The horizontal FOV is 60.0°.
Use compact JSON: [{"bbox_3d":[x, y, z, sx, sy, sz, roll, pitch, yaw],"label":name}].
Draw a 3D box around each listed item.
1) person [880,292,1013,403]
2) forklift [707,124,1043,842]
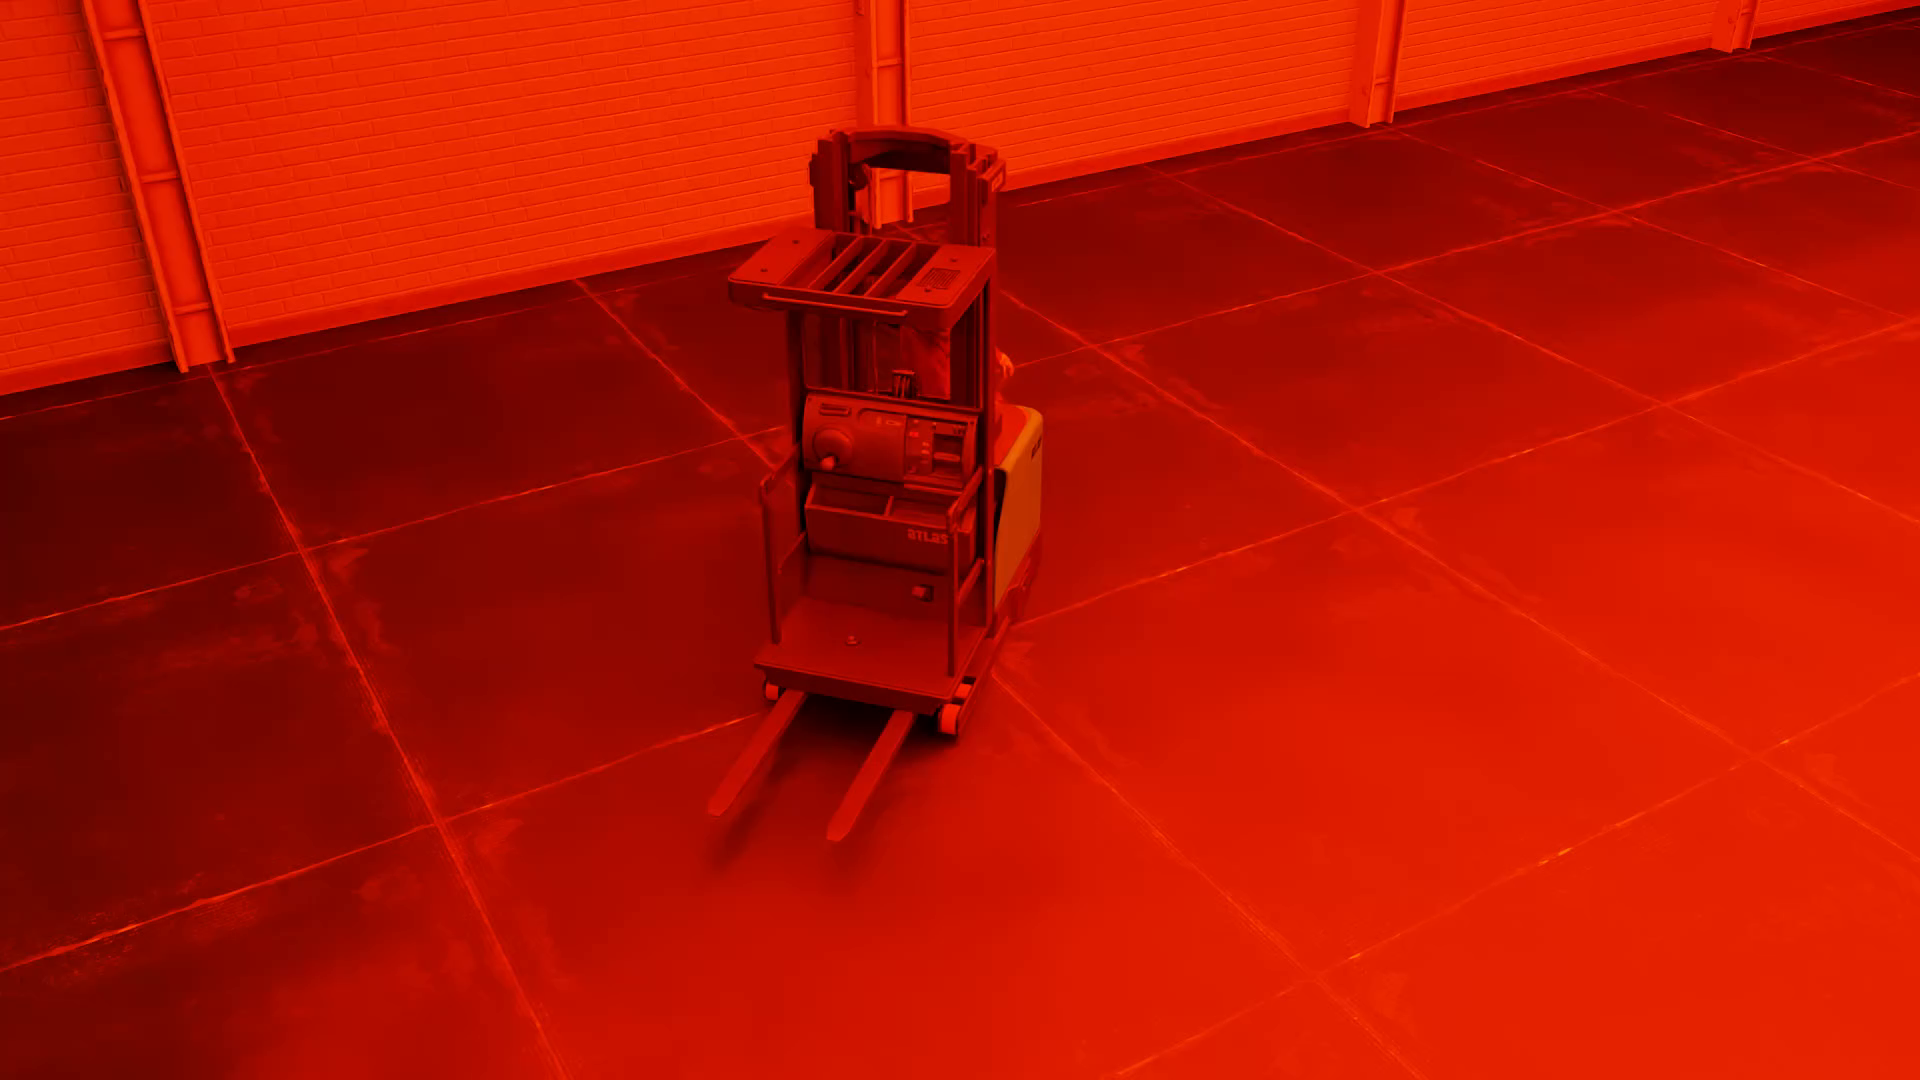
[{"bbox_3d":[-0.102,-1.080,10.730,0.609,1.614,1.089,-17,35,-26],"label":"person"},{"bbox_3d":[-0.430,-0.457,8.410,1.130,2.935,3.031,9,32,15],"label":"forklift"}]
